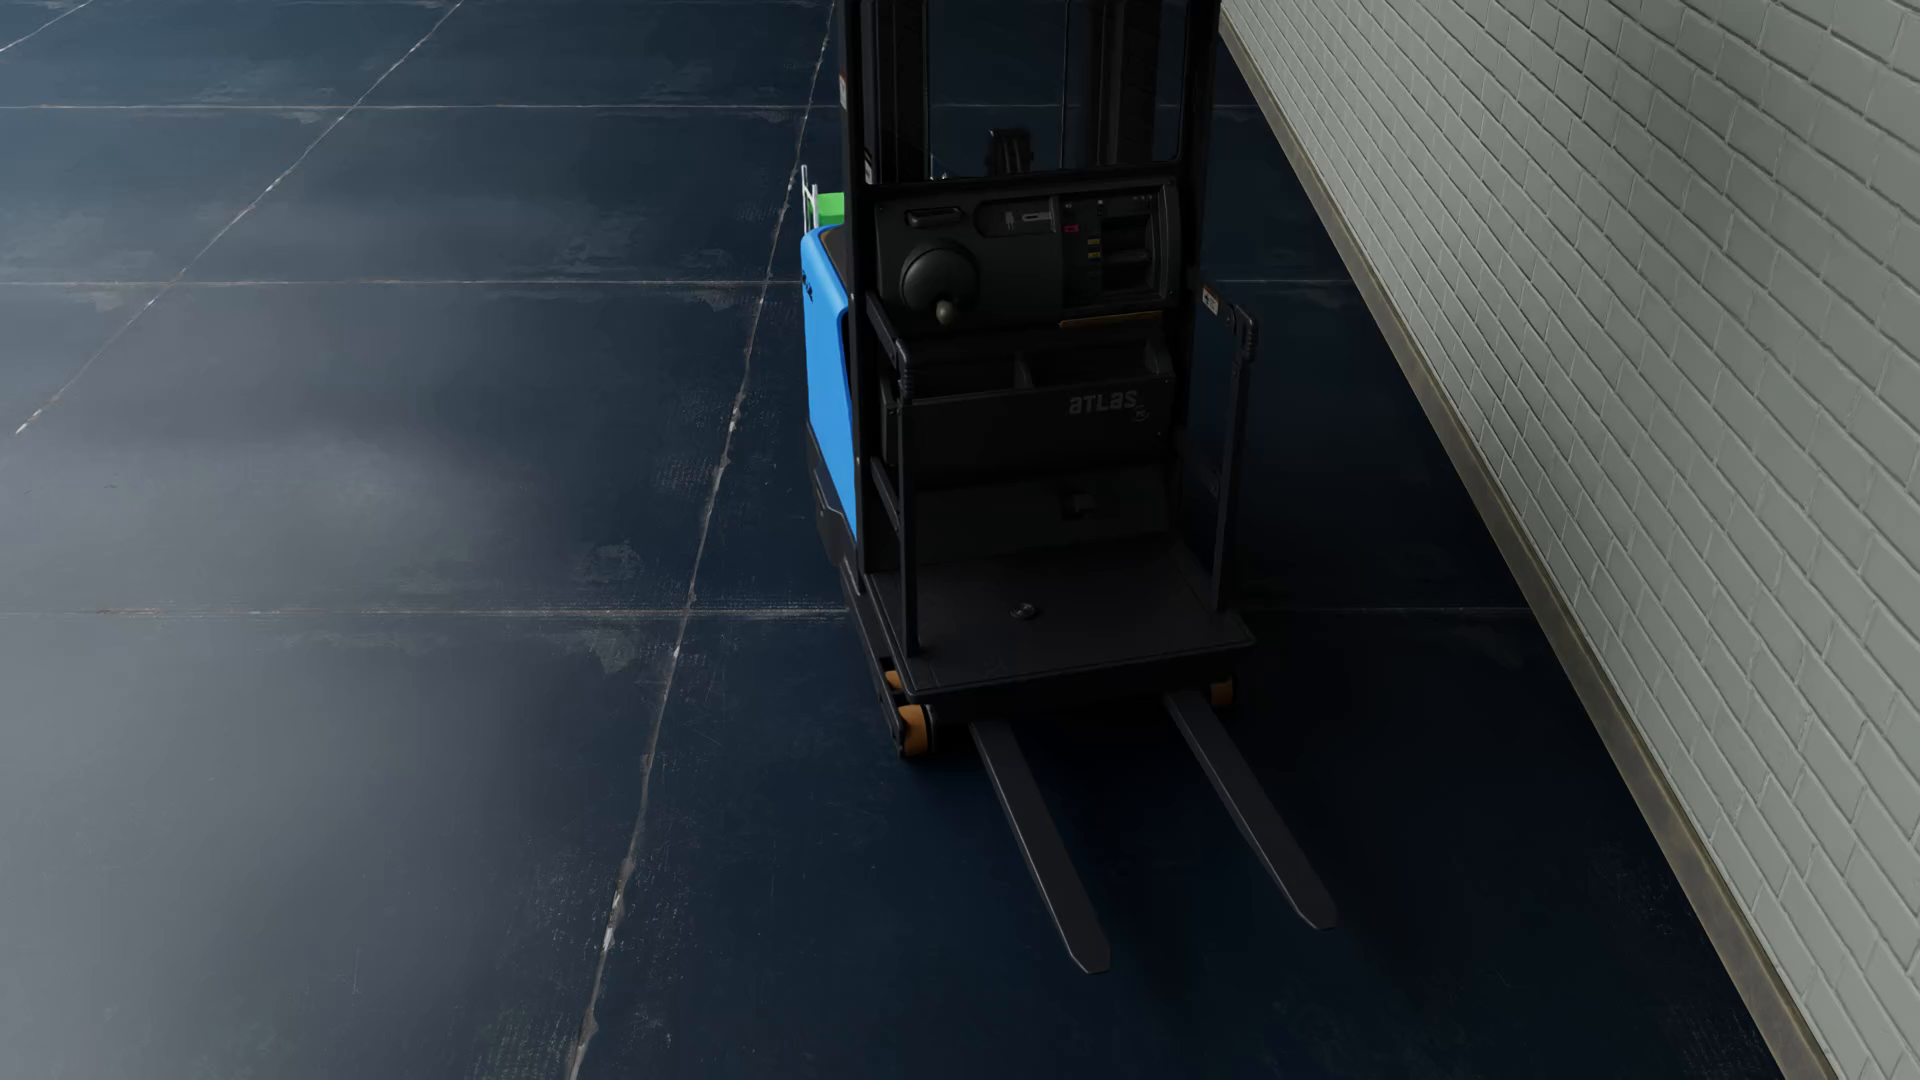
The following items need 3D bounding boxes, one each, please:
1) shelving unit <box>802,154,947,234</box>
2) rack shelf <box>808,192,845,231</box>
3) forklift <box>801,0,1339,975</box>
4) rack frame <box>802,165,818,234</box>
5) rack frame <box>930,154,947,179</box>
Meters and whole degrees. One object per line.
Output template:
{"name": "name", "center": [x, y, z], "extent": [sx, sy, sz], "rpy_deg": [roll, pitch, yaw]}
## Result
{"name": "shelving unit", "center": [-0.323, -0.874, 6.533], "extent": [0.503, 1.200, 0.258], "rpy_deg": [-8, 32, -13]}
{"name": "rack shelf", "center": [-0.323, -1.229, 6.317], "extent": [0.480, 0.148, 0.258], "rpy_deg": [-8, 32, -13]}
{"name": "forklift", "center": [0.263, -0.803, 4.748], "extent": [1.130, 2.935, 3.031], "rpy_deg": [-8, 32, -12]}
{"name": "rack frame", "center": [-0.559, -0.841, 6.480], "extent": [0.015, 1.200, 0.240], "rpy_deg": [-8, 32, -13]}
{"name": "rack frame", "center": [-0.087, -0.906, 6.587], "extent": [0.015, 1.200, 0.240], "rpy_deg": [-8, 32, -13]}
